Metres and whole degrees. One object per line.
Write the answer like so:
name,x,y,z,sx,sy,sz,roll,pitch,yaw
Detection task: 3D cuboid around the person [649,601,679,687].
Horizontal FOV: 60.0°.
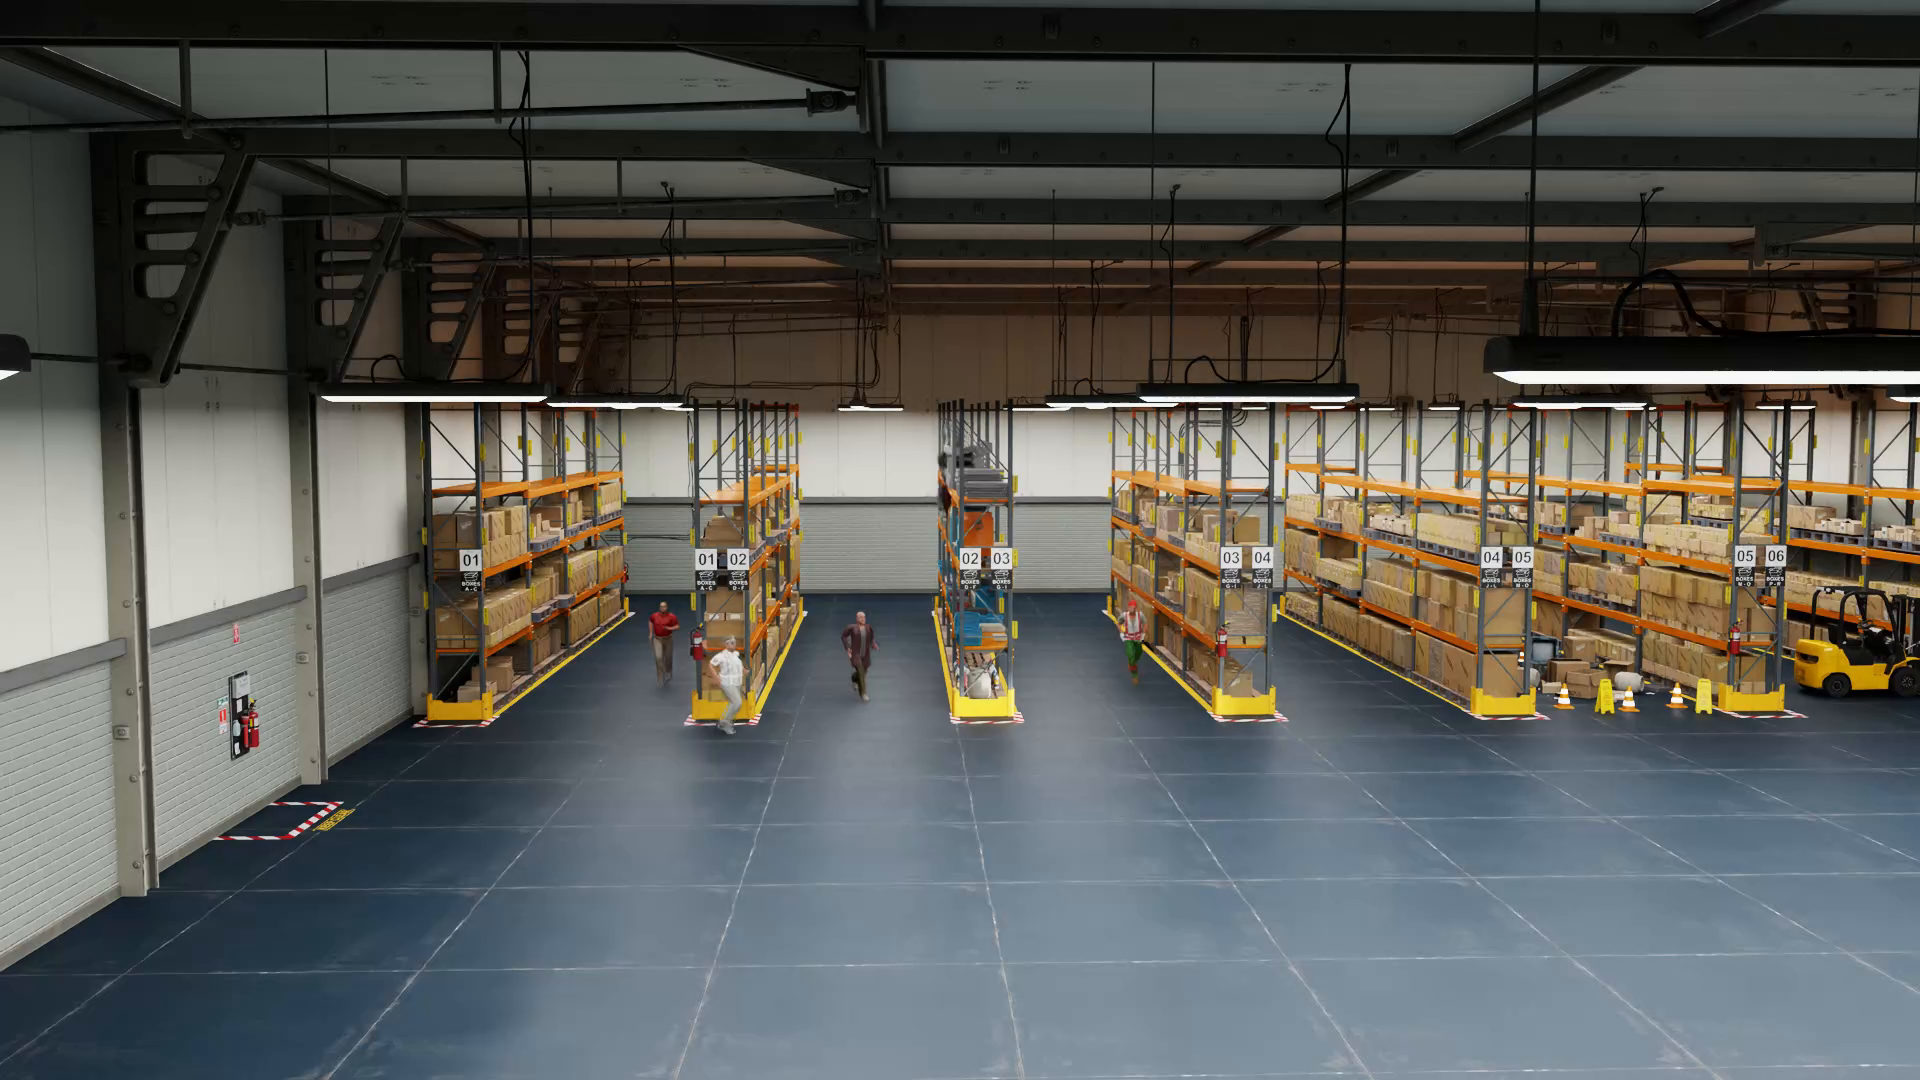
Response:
person,-6.263,2.173,35.215,0.645,1.767,0.922,-1,4,-7

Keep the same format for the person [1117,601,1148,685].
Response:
person,3.686,2.158,35.548,0.659,1.769,0.987,0,4,-3

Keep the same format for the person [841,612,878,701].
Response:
person,-2.053,2.311,33.491,0.693,1.762,0.957,-2,5,-29

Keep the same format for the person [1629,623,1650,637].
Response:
person,17.226,1.675,42.235,0.619,1.725,0.856,0,4,-6

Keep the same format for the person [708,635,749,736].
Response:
person,-4.073,2.591,29.703,0.710,1.797,0.638,2,5,27
